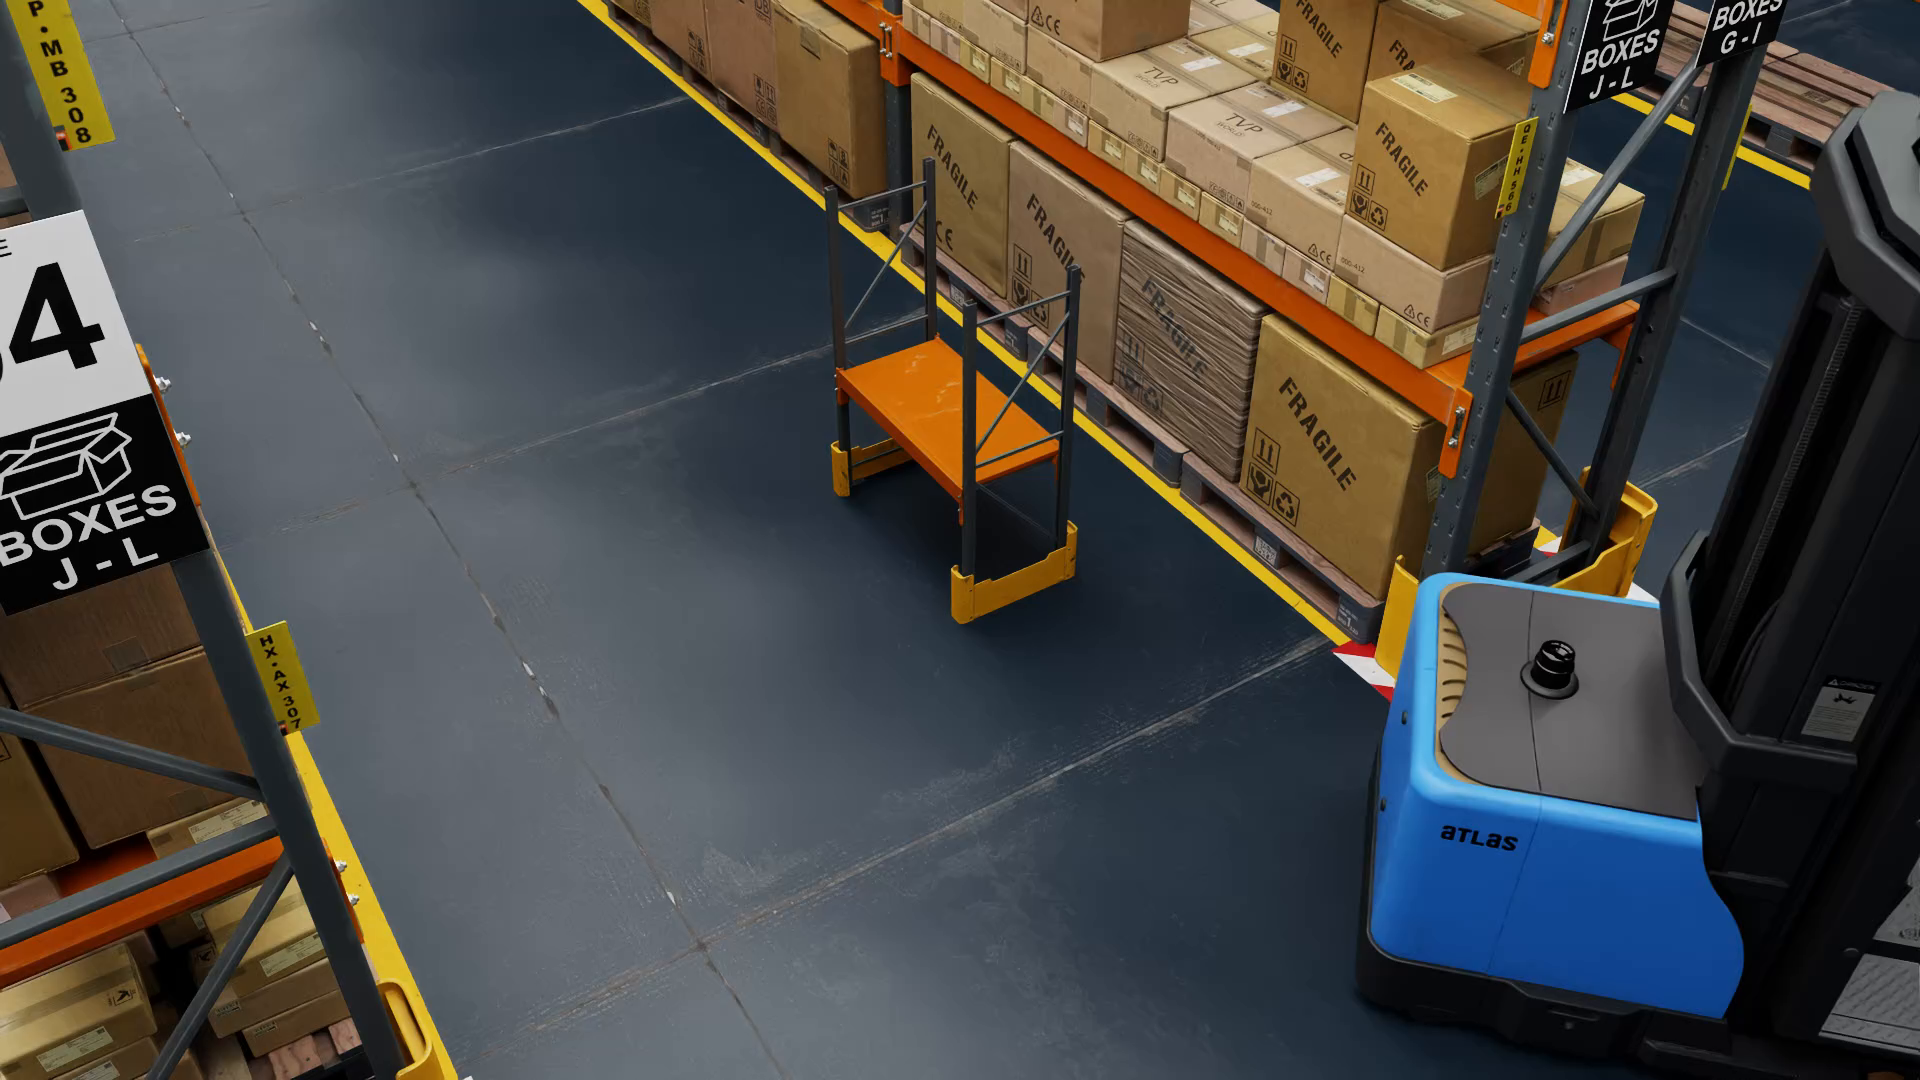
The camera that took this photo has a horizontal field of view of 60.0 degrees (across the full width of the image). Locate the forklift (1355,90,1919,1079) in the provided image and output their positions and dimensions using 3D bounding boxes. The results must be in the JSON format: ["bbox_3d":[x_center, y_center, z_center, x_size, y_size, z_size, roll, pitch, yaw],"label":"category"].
[{"bbox_3d":[2.863,0.312,4.586,3.031,2.935,1.130,9,41,10],"label":"forklift"}]

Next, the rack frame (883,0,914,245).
[{"bbox_3d":[0.062,-2.968,8.468,1.000,3.000,0.127,-22,45,-24],"label":"rack frame"}]

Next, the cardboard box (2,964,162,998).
[{"bbox_3d":[-2.643,1.318,4.992,0.380,0.149,0.250,-23,45,-25],"label":"cardboard box"}]

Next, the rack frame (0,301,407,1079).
[{"bbox_3d":[-2.024,0.844,3.894,1.000,3.000,0.127,-22,45,-24],"label":"rack frame"}]

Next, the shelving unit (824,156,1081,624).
[{"bbox_3d":[-0.041,-0.617,6.819,0.587,1.500,1.083,-22,45,-24],"label":"shelving unit"}]

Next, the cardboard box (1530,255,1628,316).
[{"bbox_3d":[2.300,-1.017,6.324,0.380,0.149,0.250,-22,44,-24],"label":"cardboard box"}]

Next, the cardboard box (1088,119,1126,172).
[{"bbox_3d":[0.780,-1.756,7.210,0.380,0.149,0.250,-24,45,-26],"label":"cardboard box"}]

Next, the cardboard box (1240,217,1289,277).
[{"bbox_3d":[1.334,-1.202,6.546,0.380,0.149,0.250,-21,44,-24],"label":"cardboard box"}]

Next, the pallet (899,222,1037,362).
[{"bbox_3d":[0.405,-1.459,8.836,1.003,0.211,1.213,-22,45,-24],"label":"pallet"}]

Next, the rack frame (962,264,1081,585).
[{"bbox_3d":[0.227,-0.348,6.496,0.500,1.500,0.032,-22,45,-24],"label":"rack frame"}]

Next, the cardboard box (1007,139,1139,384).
[{"bbox_3d":[0.833,-1.443,7.970,0.875,0.875,0.875,-22,45,-24],"label":"cardboard box"}]

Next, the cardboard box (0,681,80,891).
[{"bbox_3d":[-2.482,0.538,3.951,0.500,0.500,0.500,-21,44,-24],"label":"cardboard box"}]

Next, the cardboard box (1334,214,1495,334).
[{"bbox_3d":[1.728,-1.035,6.034,0.500,0.250,0.500,-23,45,-25],"label":"cardboard box"}]

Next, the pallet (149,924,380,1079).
[{"bbox_3d":[-2.471,1.424,5.376,1.003,0.211,1.213,-22,45,-24],"label":"pallet"}]

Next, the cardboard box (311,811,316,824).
[{"bbox_3d":[-2.296,0.862,5.306,0.380,0.149,0.250,-22,45,-25],"label":"cardboard box"}]

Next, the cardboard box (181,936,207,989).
[{"bbox_3d":[-2.245,1.272,5.279,0.380,0.149,0.250,-22,45,-25],"label":"cardboard box"}]

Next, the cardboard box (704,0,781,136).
[{"bbox_3d":[-0.780,-3.133,9.999,1.225,0.875,0.875,-24,45,-26],"label":"cardboard box"}]

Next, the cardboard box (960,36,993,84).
[{"bbox_3d":[0.224,-2.313,7.879,0.380,0.149,0.250,-21,44,-23],"label":"cardboard box"}]

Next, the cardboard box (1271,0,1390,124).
[{"bbox_3d":[1.630,-2.053,6.669,0.500,0.500,0.500,-23,45,-26],"label":"cardboard box"}]

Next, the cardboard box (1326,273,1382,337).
[{"bbox_3d":[1.602,-0.931,6.220,0.380,0.149,0.250,-22,44,-24],"label":"cardboard box"}]

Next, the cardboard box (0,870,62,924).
[{"bbox_3d":[-2.437,0.862,4.069,0.380,0.149,0.250,-22,45,-24],"label":"cardboard box"}]

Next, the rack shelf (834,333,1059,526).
[{"bbox_3d":[-0.046,-0.484,6.940,0.538,0.185,1.000,-22,45,-24],"label":"rack shelf"}]

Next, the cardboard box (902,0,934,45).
[{"bbox_3d":[-0.060,-2.597,8.219,0.380,0.149,0.250,-22,45,-24],"label":"cardboard box"}]

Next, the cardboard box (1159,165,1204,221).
[{"bbox_3d":[1.053,-1.481,6.881,0.380,0.149,0.250,-22,45,-24],"label":"cardboard box"}]

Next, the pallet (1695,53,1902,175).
[{"bbox_3d":[5.326,-2.558,10.155,1.003,0.211,1.213,-22,45,-24],"label":"pallet"}]

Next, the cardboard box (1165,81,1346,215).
[{"bbox_3d":[1.182,-1.584,6.693,0.500,0.250,0.500,-24,45,-26],"label":"cardboard box"}]

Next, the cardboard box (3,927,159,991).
[{"bbox_3d":[-2.609,1.196,4.906,0.380,0.149,0.250,-21,44,-24],"label":"cardboard box"}]

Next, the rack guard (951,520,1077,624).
[{"bbox_3d":[0.227,0.132,6.897,0.587,0.250,0.087,-22,45,-24],"label":"rack guard"}]

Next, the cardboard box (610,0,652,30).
[{"bbox_3d":[-1.735,-4.092,11.149,1.225,0.875,0.875,-24,46,-26],"label":"cardboard box"}]

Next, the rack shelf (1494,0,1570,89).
[{"bbox_3d":[1.137,-2.764,6.443,1.077,0.370,4.000,-22,45,-24],"label":"rack shelf"}]

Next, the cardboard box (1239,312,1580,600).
[{"bbox_3d":[1.801,-0.472,6.804,0.875,0.875,0.875,-22,45,-24],"label":"cardboard box"}]

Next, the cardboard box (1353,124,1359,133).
[{"bbox_3d":[1.897,-1.496,6.586,0.500,0.250,0.500,-23,45,-25],"label":"cardboard box"}]

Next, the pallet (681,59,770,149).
[{"bbox_3d":[-1.077,-2.946,10.620,1.003,0.211,1.213,-22,45,-24],"label":"pallet"}]

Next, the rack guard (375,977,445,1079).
[{"bbox_3d":[-2.064,1.763,4.743,1.175,0.500,0.348,-22,45,-24],"label":"rack guard"}]

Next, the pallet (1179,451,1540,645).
[{"bbox_3d":[1.717,-0.142,7.255,1.003,0.211,1.213,-22,45,-24],"label":"pallet"}]

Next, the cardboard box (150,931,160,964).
[{"bbox_3d":[-2.776,1.290,5.258,0.380,0.149,0.250,-22,45,-25],"label":"cardboard box"}]

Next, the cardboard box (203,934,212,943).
[{"bbox_3d":[-2.189,1.125,5.223,0.380,0.149,0.250,-22,45,-25],"label":"cardboard box"}]

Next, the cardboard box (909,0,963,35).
[{"bbox_3d":[0.094,-2.680,8.008,0.500,0.250,0.500,-23,45,-25],"label":"cardboard box"}]

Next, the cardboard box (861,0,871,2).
[{"bbox_3d":[-0.420,-3.164,8.626,0.500,0.500,0.500,-22,45,-24],"label":"cardboard box"}]

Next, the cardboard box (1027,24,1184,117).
[{"bbox_3d":[0.640,-2.133,7.351,0.500,0.250,0.500,-21,44,-23],"label":"cardboard box"}]

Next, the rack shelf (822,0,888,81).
[{"bbox_3d":[-1.014,-3.771,9.994,1.077,0.370,4.000,-22,45,-24],"label":"rack shelf"}]

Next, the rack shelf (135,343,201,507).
[{"bbox_3d":[-3.099,-1.111,4.459,1.077,0.370,4.000,-22,45,-24],"label":"rack shelf"}]

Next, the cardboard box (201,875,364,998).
[{"bbox_3d":[-2.019,1.150,4.961,0.380,0.149,0.250,-24,46,-26],"label":"cardboard box"}]

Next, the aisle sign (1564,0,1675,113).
[{"bbox_3d":[1.998,-1.665,4.874,0.394,0.787,0.004,-22,45,-24],"label":"aisle sign"}]

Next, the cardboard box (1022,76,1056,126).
[{"bbox_3d":[0.505,-2.034,7.544,0.380,0.149,0.250,-23,45,-25],"label":"cardboard box"}]

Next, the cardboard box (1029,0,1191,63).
[{"bbox_3d":[0.646,-2.418,7.108,0.500,0.500,0.500,-24,45,-26],"label":"cardboard box"}]

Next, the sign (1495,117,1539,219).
[{"bbox_3d":[1.748,-1.165,5.216,0.100,0.325,0.005,-22,45,-24],"label":"sign"}]

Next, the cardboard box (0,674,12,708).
[{"bbox_3d":[-2.479,0.146,3.640,0.500,0.500,0.500,-23,45,-25],"label":"cardboard box"}]

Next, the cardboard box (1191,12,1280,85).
[{"bbox_3d":[1.345,-2.048,7.249,0.500,0.250,0.500,-23,45,-25],"label":"cardboard box"}]

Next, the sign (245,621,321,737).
[{"bbox_3d":[-1.566,0.325,3.841,0.100,0.325,0.005,-22,45,-24],"label":"sign"}]
